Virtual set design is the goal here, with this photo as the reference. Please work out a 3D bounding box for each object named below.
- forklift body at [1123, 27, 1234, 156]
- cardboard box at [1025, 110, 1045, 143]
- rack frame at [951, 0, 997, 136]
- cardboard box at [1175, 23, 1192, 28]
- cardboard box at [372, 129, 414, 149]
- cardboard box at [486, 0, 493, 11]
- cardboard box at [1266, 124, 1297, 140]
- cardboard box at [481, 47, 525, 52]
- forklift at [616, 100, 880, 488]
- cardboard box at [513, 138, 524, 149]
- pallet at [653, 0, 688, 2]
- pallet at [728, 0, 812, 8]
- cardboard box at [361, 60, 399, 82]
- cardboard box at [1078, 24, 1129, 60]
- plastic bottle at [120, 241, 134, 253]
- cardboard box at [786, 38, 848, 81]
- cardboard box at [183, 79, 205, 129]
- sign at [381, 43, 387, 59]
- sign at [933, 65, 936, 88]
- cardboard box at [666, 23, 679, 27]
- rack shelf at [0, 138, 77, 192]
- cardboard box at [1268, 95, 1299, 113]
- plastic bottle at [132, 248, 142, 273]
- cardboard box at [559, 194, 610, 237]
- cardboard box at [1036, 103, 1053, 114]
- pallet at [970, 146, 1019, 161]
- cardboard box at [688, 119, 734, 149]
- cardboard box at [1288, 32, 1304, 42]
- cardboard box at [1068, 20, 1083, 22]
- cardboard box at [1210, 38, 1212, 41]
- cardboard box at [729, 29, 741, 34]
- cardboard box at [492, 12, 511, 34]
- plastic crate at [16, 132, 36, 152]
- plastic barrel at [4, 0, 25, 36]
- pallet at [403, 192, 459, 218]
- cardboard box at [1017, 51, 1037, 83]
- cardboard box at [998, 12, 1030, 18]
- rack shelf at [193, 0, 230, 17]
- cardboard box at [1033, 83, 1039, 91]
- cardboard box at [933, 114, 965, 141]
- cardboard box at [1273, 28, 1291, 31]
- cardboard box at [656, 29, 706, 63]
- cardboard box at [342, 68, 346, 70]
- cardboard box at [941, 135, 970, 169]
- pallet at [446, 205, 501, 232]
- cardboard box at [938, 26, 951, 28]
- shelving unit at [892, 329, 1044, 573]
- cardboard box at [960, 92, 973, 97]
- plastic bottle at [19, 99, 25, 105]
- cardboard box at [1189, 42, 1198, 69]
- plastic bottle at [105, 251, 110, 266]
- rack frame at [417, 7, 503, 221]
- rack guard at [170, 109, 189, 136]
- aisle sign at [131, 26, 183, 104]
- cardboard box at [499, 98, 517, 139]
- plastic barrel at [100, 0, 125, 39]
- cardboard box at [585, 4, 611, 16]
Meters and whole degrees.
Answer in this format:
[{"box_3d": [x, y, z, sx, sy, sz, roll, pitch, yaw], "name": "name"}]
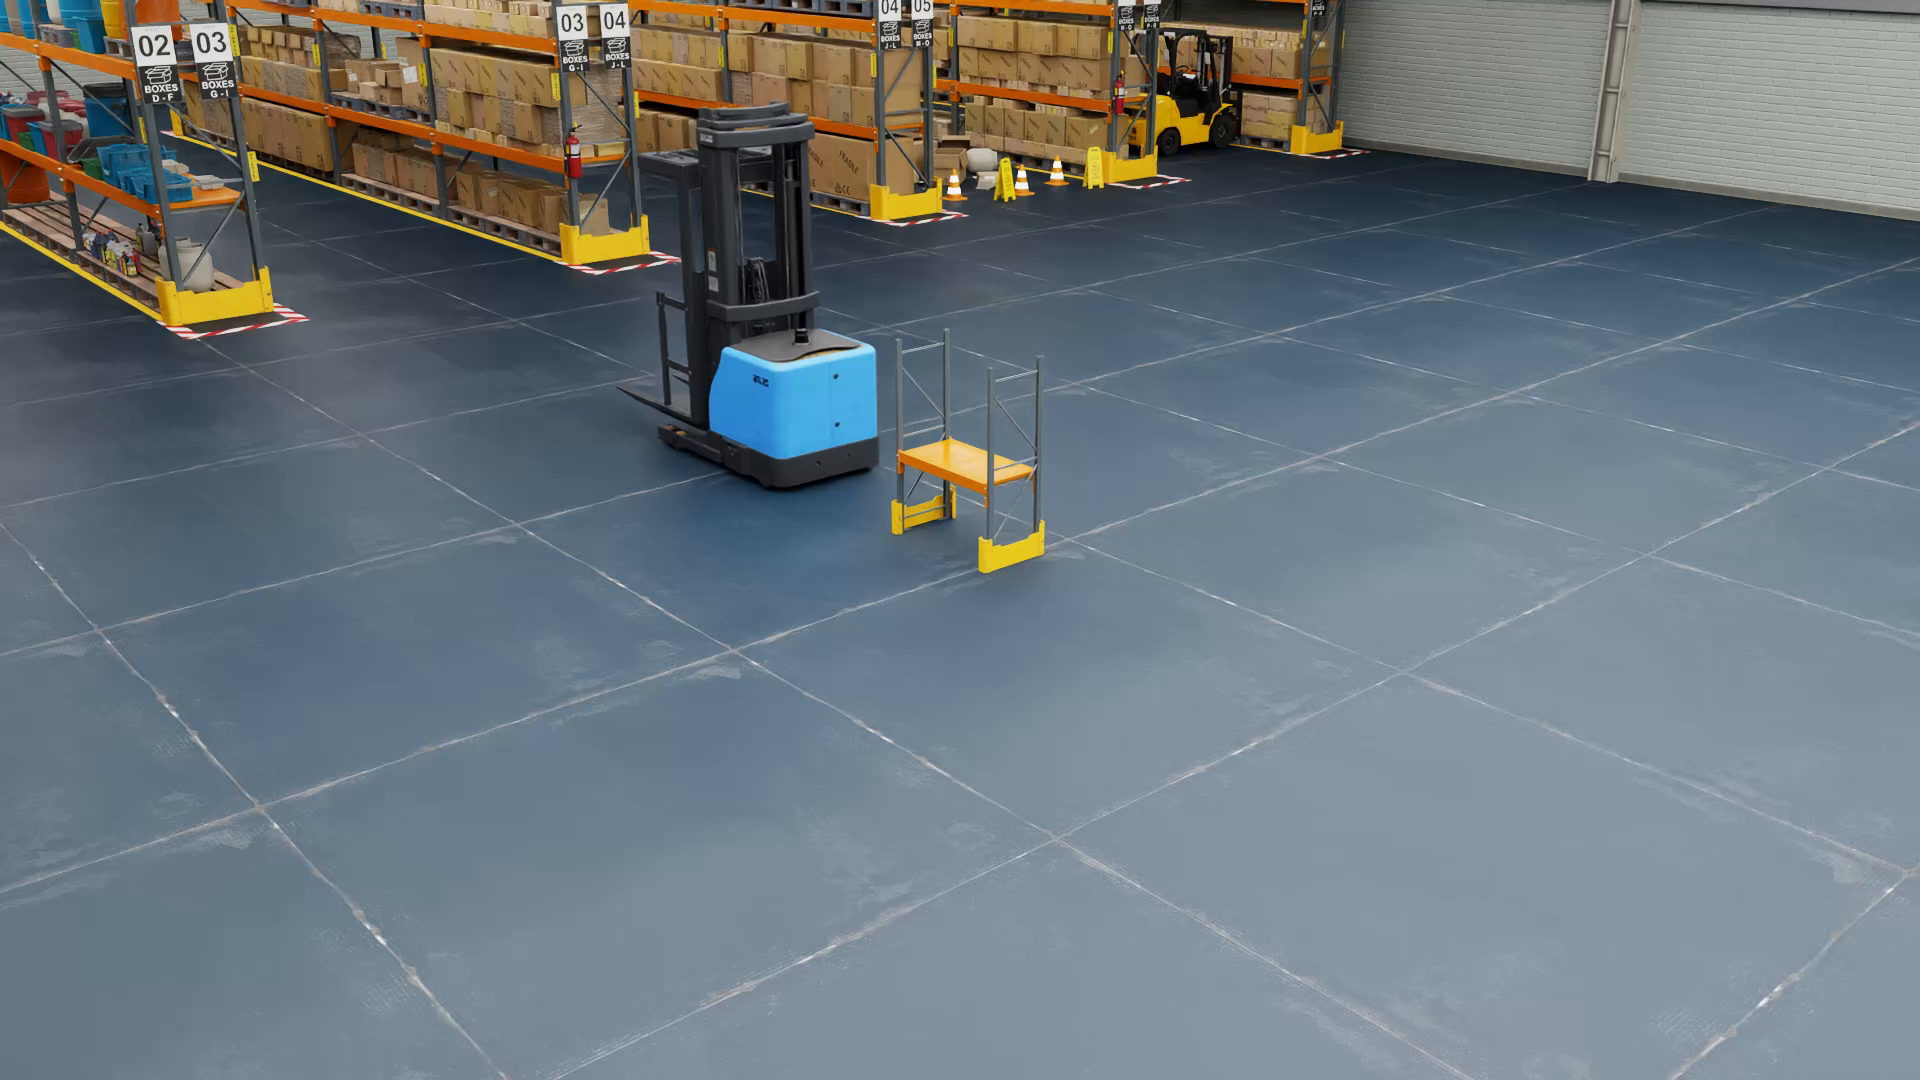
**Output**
[{"box_3d": [4.006, -8.366, 30.895, 2.313, 2.155, 1.214, -17, 27, -37], "name": "forklift body"}, {"box_3d": [1.480, -7.197, 28.913, 0.500, 0.500, 0.500, -18, 28, -39], "name": "cardboard box"}, {"box_3d": [0.257, -8.594, 30.313, 1.000, 3.000, 0.127, -17, 27, -37], "name": "rack frame"}, {"box_3d": [4.411, -9.986, 32.433, 0.380, 0.149, 0.250, -18, 28, -38], "name": "cardboard box"}, {"box_3d": [-9.047, -6.408, 26.528, 0.500, 0.250, 0.500, -14, 25, -32], "name": "cardboard box"}, {"box_3d": [-6.045, -7.093, 22.026, 0.380, 0.149, 0.250, -19, 28, -40], "name": "cardboard box"}, {"box_3d": [6.080, -7.642, 31.076, 0.500, 0.250, 0.500, -17, 27, -37], "name": "cardboard box"}, {"box_3d": [-6.421, -6.689, 23.533, 0.500, 0.500, 0.500, -17, 27, -37], "name": "cardboard box"}, {"box_3d": [-1.999, -2.251, 14.213, 1.130, 2.935, 3.031, -17, 27, -36], "name": "forklift"}, {"box_3d": [-5.810, -5.384, 22.462, 0.380, 0.149, 0.250, -17, 27, -37], "name": "cardboard box"}, {"box_3d": [-4.845, -9.328, 28.334, 1.003, 0.211, 1.213, -16, 26, -35], "name": "pallet"}, {"box_3d": [-2.901, -8.515, 26.119, 1.003, 0.211, 1.213, -17, 27, -37], "name": "pallet"}, {"box_3d": [-9.039, -7.312, 26.327, 0.700, 0.500, 0.500, -13, 25, -30], "name": "cardboard box"}, {"box_3d": [2.369, -8.229, 27.465, 0.700, 0.500, 0.500, -18, 28, -39], "name": "cardboard box"}, {"box_3d": [-10.294, -3.543, 20.550, 0.152, 0.276, 0.135, -17, 27, -37], "name": "plastic bottle"}, {"box_3d": [-2.165, -7.400, 25.577, 0.875, 0.550, 0.500, -17, 27, -37], "name": "cardboard box"}, {"box_3d": [-14.605, -8.599, 32.663, 0.875, 0.875, 0.875, -17, 27, -37], "name": "cardboard box"}, {"box_3d": [-9.457, -7.974, 27.252, 0.100, 0.325, 0.005, -17, 27, -37], "name": "sign"}, {"box_3d": [-0.392, -6.853, 24.573, 0.100, 0.325, 0.005, -17, 27, -37], "name": "sign"}, {"box_3d": [-6.141, -11.195, 36.816, 0.500, 0.500, 0.500, -18, 28, -38], "name": "cardboard box"}, {"box_3d": [-12.308, -5.274, 22.822, 1.077, 0.370, 4.000, -17, 27, -37], "name": "rack shelf"}, {"box_3d": [6.089, -8.106, 30.889, 0.500, 0.250, 0.500, -16, 27, -36], "name": "cardboard box"}, {"box_3d": [-9.986, -3.396, 20.162, 0.061, 0.283, 0.133, -17, 27, -37], "name": "plastic bottle"}, {"box_3d": [-5.034, -4.338, 22.299, 0.500, 0.500, 0.500, -12, 24, -28], "name": "cardboard box"}, {"box_3d": [1.525, -7.444, 28.653, 0.380, 0.149, 0.250, -16, 27, -35], "name": "cardboard box"}, {"box_3d": [0.722, -7.119, 30.370, 1.003, 0.211, 1.213, -17, 27, -37], "name": "pallet"}, {"box_3d": [-3.900, -6.686, 27.951, 1.050, 0.750, 0.750, -18, 27, -38], "name": "cardboard box"}, {"box_3d": [6.233, -9.208, 30.445, 0.380, 0.149, 0.250, -17, 27, -37], "name": "cardboard box"}, {"box_3d": [2.473, -10.915, 35.213, 0.380, 0.149, 0.250, -18, 27, -38], "name": "cardboard box"}, {"box_3d": [4.838, -9.614, 31.891, 0.380, 0.149, 0.250, -19, 28, -39], "name": "cardboard box"}, {"box_3d": [-4.530, -10.641, 35.060, 0.500, 0.250, 0.500, -17, 27, -37], "name": "cardboard box"}, {"box_3d": [-5.803, -6.810, 21.852, 0.500, 0.250, 0.500, -17, 27, -36], "name": "cardboard box"}, {"box_3d": [-12.353, -5.371, 22.375, 0.450, 0.188, 0.662, -17, 27, -37], "name": "plastic crate"}, {"box_3d": [-11.926, -6.956, 21.330, 0.600, 0.901, 0.600, 0, 21, 0], "name": "plastic barrel"}, {"box_3d": [-7.760, -5.151, 25.347, 1.003, 0.211, 1.213, -17, 27, -37], "name": "pallet"}, {"box_3d": [1.341, -8.182, 28.715, 0.500, 0.500, 0.500, -17, 27, -37], "name": "cardboard box"}, {"box_3d": [1.186, -11.304, 36.518, 0.500, 0.500, 0.500, -16, 26, -35], "name": "cardboard box"}, {"box_3d": [-13.778, -10.060, 30.928, 1.077, 0.370, 4.000, -17, 27, -37], "name": "rack shelf"}, {"box_3d": [1.479, -7.852, 28.762, 0.380, 0.149, 0.250, -17, 27, -37], "name": "cardboard box"}, {"box_3d": [-0.087, -7.711, 31.085, 0.950, 0.372, 0.625, -17, 27, -37], "name": "cardboard box"}, {"box_3d": [6.090, -9.524, 31.254, 0.380, 0.149, 0.250, -17, 27, -37], "name": "cardboard box"}, {"box_3d": [-4.751, -8.457, 28.455, 0.700, 0.500, 0.500, -18, 28, -38], "name": "cardboard box"}, {"box_3d": [-9.973, -7.586, 27.602, 0.500, 0.500, 0.500, -16, 27, -36], "name": "cardboard box"}, {"box_3d": [-0.074, -6.812, 29.186, 0.500, 0.500, 0.500, 0, 21, -1], "name": "cardboard box"}, {"box_3d": [-6.785, -4.760, 24.347, 1.003, 0.211, 1.213, -17, 27, -37], "name": "pallet"}, {"box_3d": [-0.159, -9.311, 31.022, 0.500, 0.500, 0.500, -17, 27, -37], "name": "cardboard box"}, {"box_3d": [0.050, -0.677, 12.157, 0.587, 1.500, 1.083, -17, 27, -37], "name": "shelving unit"}, {"box_3d": [0.303, -10.264, 37.428, 0.500, 0.500, 0.500, -16, 27, -35], "name": "cardboard box"}, {"box_3d": [-14.246, -6.565, 25.308, 0.097, 0.271, 0.097, 0, 21, 0], "name": "plastic bottle"}, {"box_3d": [4.791, -9.359, 32.129, 0.500, 0.500, 0.500, -18, 28, -38], "name": "cardboard box"}, {"box_3d": [-10.500, -3.500, 20.541, 0.097, 0.201, 0.097, 0, 21, 0], "name": "plastic bottle"}, {"box_3d": [-7.250, -6.235, 24.290, 1.000, 3.000, 0.127, -17, 27, -37], "name": "rack frame"}, {"box_3d": [-15.099, -8.393, 33.228, 1.175, 0.500, 0.348, -17, 27, -37], "name": "rack guard"}, {"box_3d": [-8.570, -5.071, 17.753, 0.394, 0.787, 0.004, -17, 27, -37], "name": "aisle sign"}, {"box_3d": [-5.689, -5.732, 22.460, 0.875, 0.500, 0.500, -17, 27, -37], "name": "cardboard box"}, {"box_3d": [-9.232, -5.915, 18.527, 0.600, 0.588, 0.600, 0, 21, 0], "name": "plastic barrel"}, {"box_3d": [-4.644, -6.774, 21.211, 0.380, 0.149, 0.250, -18, 27, -38], "name": "cardboard box"}]
